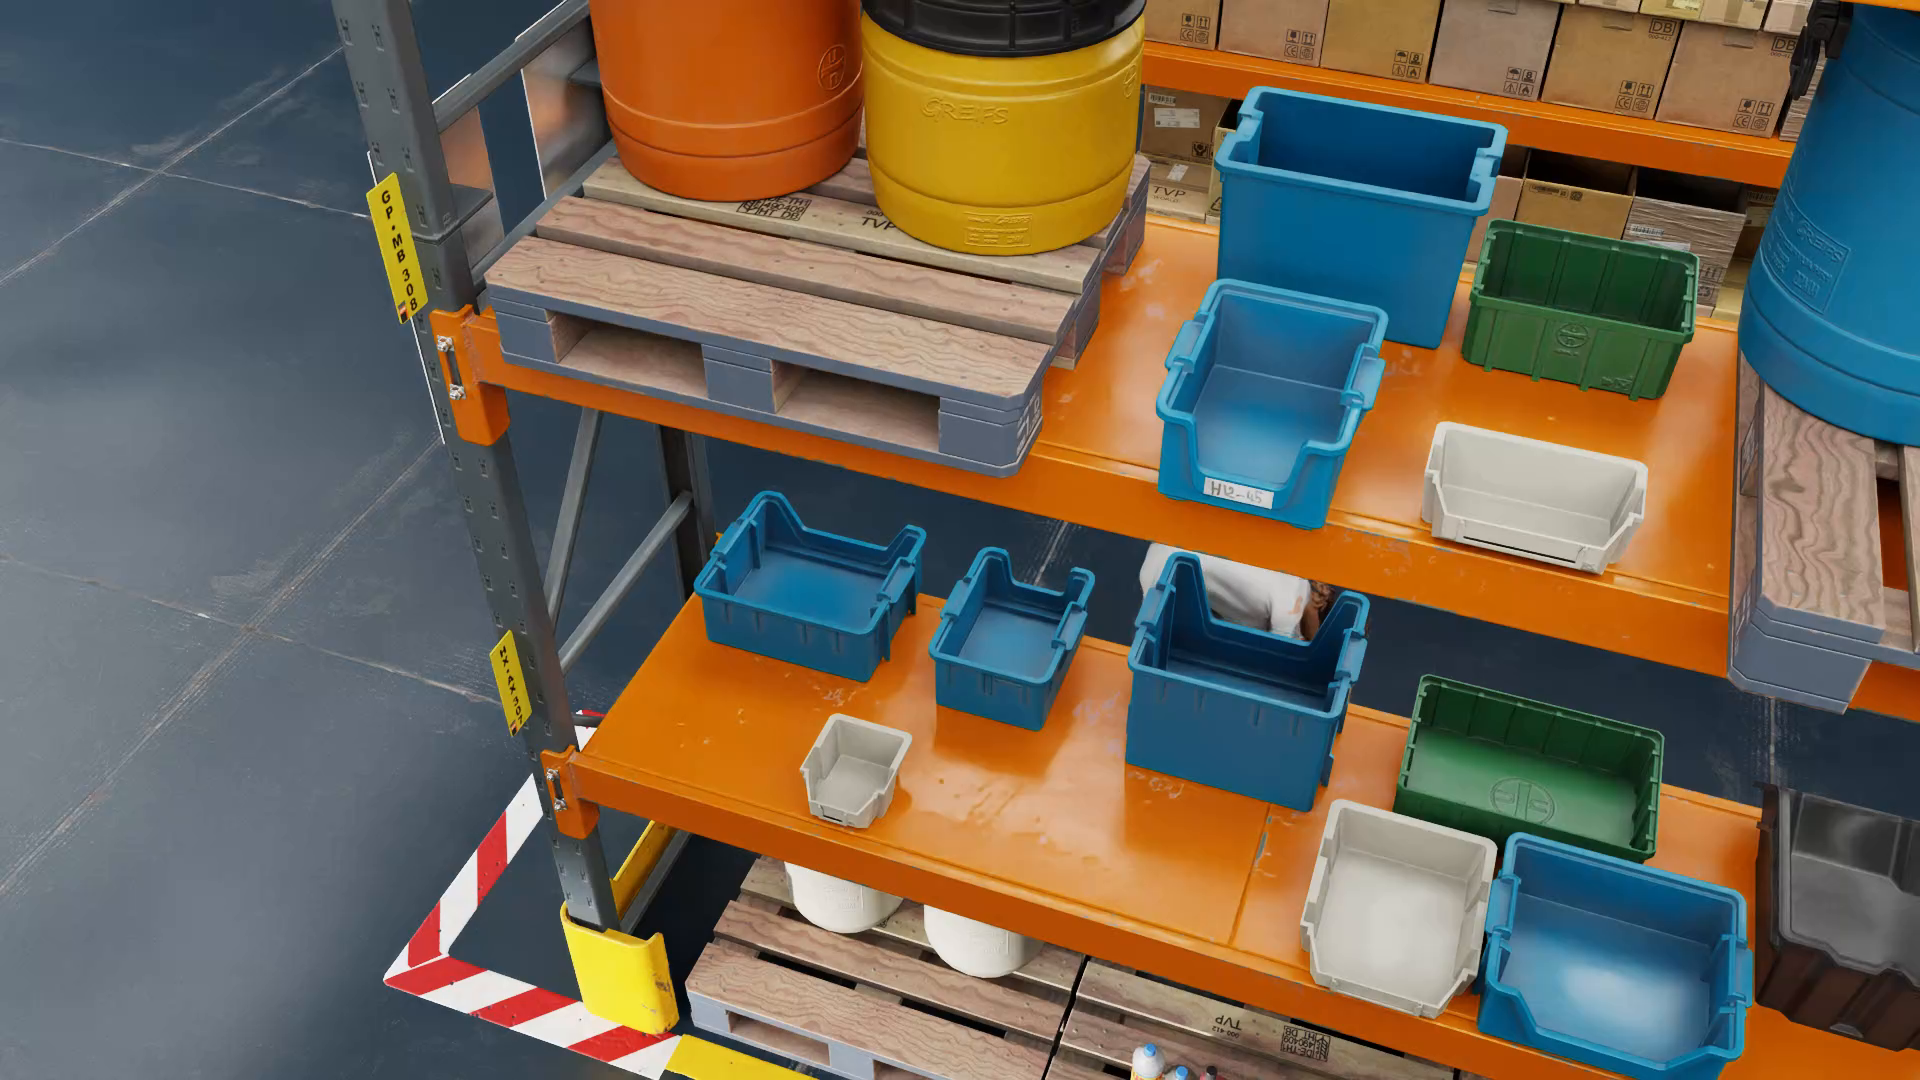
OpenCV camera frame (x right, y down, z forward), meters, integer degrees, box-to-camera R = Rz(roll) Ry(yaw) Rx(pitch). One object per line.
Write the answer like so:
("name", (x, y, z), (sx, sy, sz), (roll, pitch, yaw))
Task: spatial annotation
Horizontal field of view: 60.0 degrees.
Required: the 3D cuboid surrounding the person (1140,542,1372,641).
("person", (1.089, 0.387, 6.282), (0.854, 0.935, 0.454), (12, 43, 13))
